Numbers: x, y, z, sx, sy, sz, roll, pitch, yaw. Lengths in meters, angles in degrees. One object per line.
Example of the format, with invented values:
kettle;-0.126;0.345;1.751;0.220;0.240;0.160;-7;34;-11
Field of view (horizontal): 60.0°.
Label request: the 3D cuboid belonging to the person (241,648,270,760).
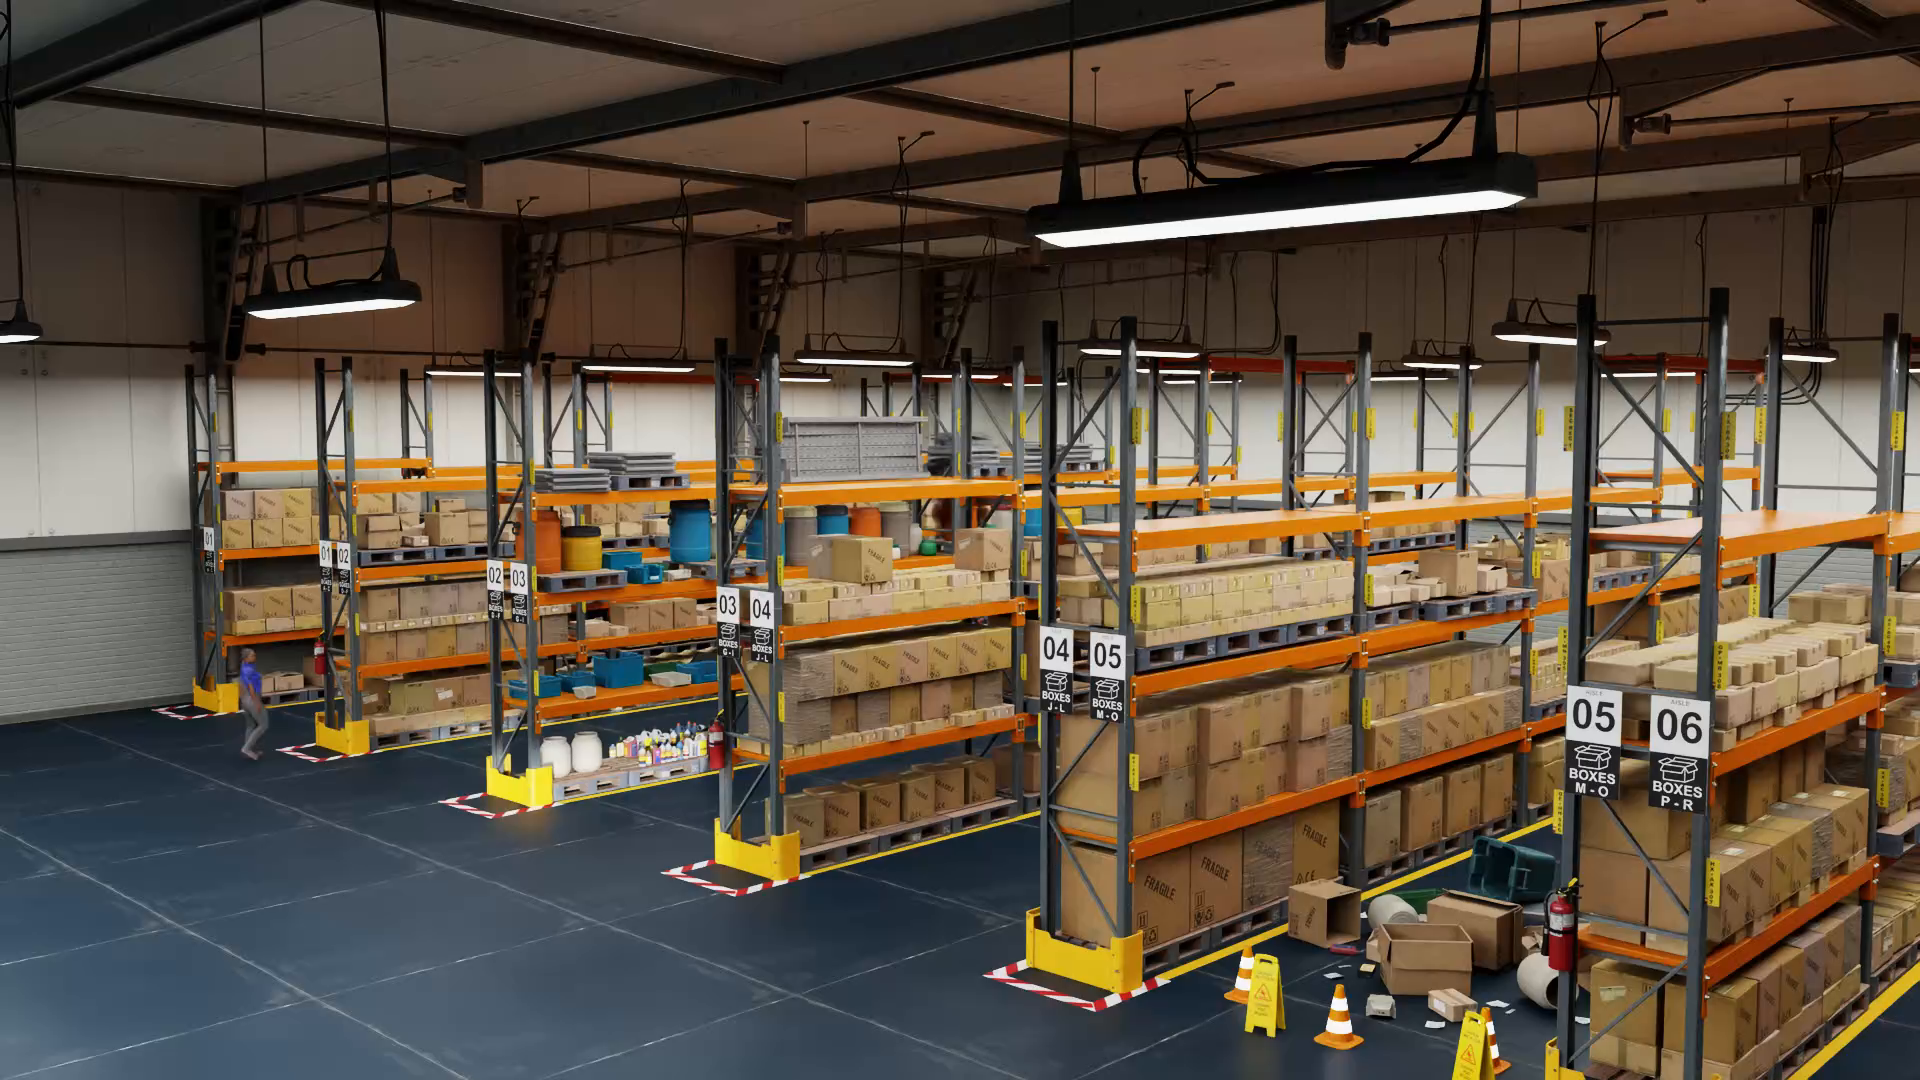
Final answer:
person;-10.535;2.442;24.737;0.405;1.652;0.597;-3;5;-33
